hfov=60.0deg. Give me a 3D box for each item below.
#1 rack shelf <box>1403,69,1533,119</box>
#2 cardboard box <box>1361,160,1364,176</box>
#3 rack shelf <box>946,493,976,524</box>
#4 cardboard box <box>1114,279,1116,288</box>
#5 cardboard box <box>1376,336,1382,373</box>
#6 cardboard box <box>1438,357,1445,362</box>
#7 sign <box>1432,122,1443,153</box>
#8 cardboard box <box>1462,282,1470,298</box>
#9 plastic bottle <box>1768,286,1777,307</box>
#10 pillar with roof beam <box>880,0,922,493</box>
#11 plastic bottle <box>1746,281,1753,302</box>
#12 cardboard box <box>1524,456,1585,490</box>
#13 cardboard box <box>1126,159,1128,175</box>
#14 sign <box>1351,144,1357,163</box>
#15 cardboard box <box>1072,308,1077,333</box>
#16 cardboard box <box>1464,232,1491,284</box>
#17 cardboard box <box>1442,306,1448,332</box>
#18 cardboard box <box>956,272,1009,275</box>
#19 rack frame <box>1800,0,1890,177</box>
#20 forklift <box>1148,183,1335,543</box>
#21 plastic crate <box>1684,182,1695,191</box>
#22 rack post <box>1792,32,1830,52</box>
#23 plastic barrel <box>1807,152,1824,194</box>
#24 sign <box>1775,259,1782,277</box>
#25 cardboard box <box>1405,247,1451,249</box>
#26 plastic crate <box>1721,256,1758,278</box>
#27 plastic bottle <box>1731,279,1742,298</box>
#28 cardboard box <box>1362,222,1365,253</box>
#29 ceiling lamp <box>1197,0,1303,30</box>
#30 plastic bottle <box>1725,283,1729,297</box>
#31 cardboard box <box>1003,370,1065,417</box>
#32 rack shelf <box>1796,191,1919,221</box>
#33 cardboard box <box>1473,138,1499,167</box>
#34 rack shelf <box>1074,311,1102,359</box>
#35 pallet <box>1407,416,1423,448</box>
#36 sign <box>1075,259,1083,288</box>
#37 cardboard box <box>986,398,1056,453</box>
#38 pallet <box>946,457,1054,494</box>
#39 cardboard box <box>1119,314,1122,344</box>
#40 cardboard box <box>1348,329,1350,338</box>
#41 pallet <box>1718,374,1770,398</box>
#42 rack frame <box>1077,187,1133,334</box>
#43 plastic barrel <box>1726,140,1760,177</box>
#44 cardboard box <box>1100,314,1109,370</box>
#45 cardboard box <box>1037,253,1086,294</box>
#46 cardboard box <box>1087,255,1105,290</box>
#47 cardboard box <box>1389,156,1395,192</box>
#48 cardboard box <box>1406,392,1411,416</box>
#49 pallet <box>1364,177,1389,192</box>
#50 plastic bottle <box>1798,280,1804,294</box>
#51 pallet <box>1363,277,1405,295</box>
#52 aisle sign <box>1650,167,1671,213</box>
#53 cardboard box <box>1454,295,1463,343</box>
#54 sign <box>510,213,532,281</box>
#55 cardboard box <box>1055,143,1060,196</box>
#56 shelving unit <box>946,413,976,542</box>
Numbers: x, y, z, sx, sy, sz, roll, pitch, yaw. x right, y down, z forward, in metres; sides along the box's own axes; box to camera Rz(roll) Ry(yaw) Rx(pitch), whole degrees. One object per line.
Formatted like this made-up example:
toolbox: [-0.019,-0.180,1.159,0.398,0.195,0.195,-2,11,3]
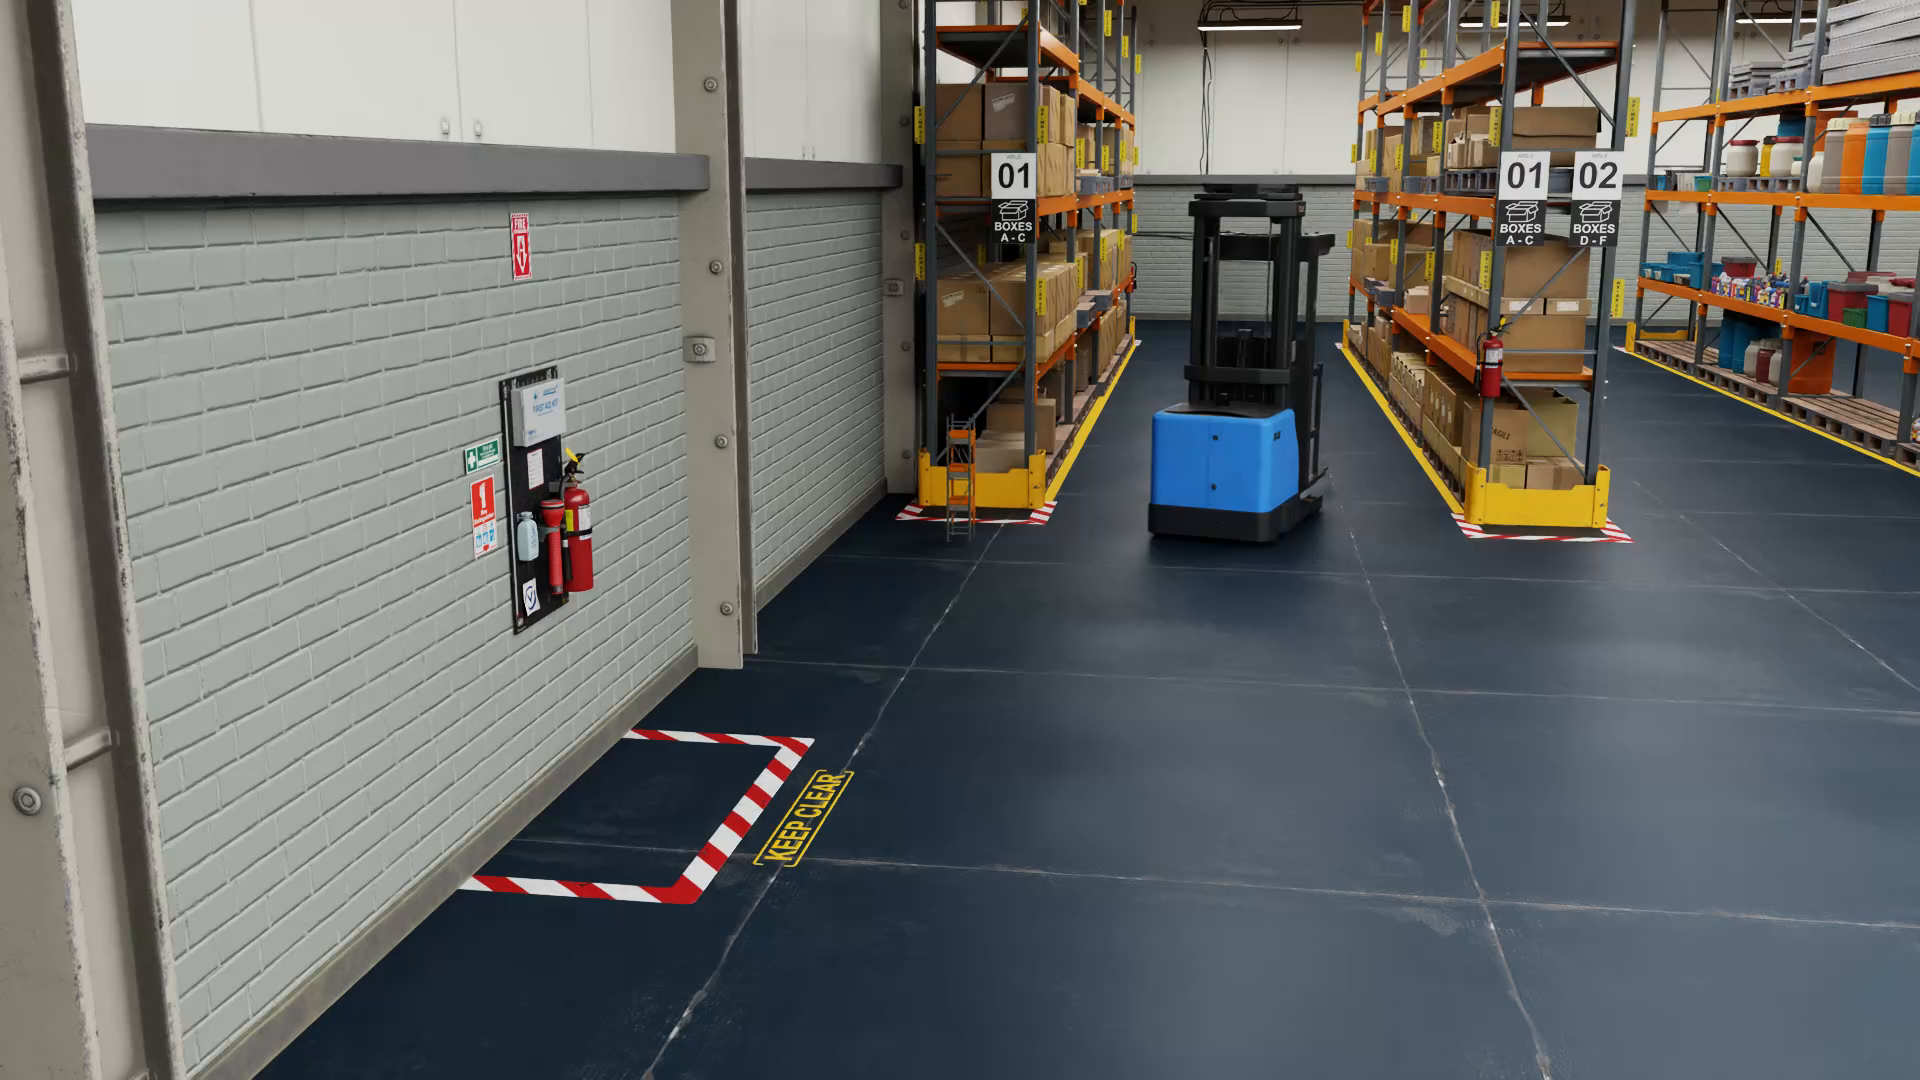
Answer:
rack shelf: [6.008,-5.264,19.717,1.077,0.370,4.000,2,12,9]
cardboard box: [7.056,-6.291,28.114,0.500,0.250,0.500,2,12,9]
rack shelf: [0.008,-0.242,13.995,0.215,0.259,0.240,2,12,9]
cardboard box: [2.248,-4.042,26.176,0.380,0.149,0.250,2,12,10]
cardboard box: [6.382,-2.708,24.326,0.500,0.500,0.500,1,12,7]
cardboard box: [6.405,-2.205,21.303,0.500,0.311,0.500,2,12,8]
sign: [5.163,-4.351,17.968,0.100,0.325,0.005,2,12,9]
cardboard box: [5.274,-2.510,16.744,0.380,0.149,0.250,2,12,7]
plastic bottle: [10.952,-3.281,22.402,0.097,0.271,0.097,0,12,0]
pillar with roof beam: [3.697,-4.756,14.703,9.100,9.000,0.400,2,12,9]
plastic bottle: [11.075,-3.479,23.293,0.061,0.283,0.133,2,12,9]
cardboard box: [5.388,-0.595,15.165,0.500,0.250,0.500,2,12,9]
cardboard box: [2.567,-6.283,28.027,0.500,0.250,0.500,2,12,7]
sign: [7.010,-6.871,29.563,0.100,0.325,0.005,2,12,9]
cardboard box: [1.032,-2.450,18.551,0.500,0.250,0.500,2,12,9]
cardboard box: [5.485,-2.843,16.750,0.700,0.500,0.500,2,12,9]
cardboard box: [5.733,-2.493,18.797,0.500,0.250,0.500,3,12,12]
cardboard box: [0.215,-2.410,16.583,0.500,0.500,0.500,2,12,7]
rack frame: [11.210,-6.066,20.782,1.000,3.000,0.127,2,12,9]
forklift: [2.658,-1.674,14.804,1.130,2.935,3.031,6,13,24]
plastic crate: [11.644,-5.581,26.276,0.293,0.136,0.466,2,12,9]
rack post: [11.233,-6.484,21.495,0.624,0.289,0.986,2,12,9]
plastic barrel: [10.859,-4.600,20.833,0.421,0.512,0.421,0,12,0]
sign: [12.368,-4.083,25.164,0.100,0.325,0.005,2,12,9]
cardboard box: [6.720,-4.012,24.256,0.700,0.500,0.500,-1,12,-6]
plastic crate: [12.210,-4.205,26.090,0.402,0.464,0.583,2,12,9]
plastic bottle: [11.235,-3.629,24.007,0.152,0.276,0.135,2,12,9]
cardboard box: [6.907,-4.991,27.420,0.500,0.500,0.500,2,12,9]
ceiling lamp: [5.559,-11.383,31.597,2.000,3.185,0.800,2,12,9]
plastic bottle: [11.261,-3.666,24.354,0.097,0.201,0.097,0,12,0]
cardboard box: [0.902,-1.769,19.971,0.700,0.500,0.500,2,12,11]
rack shelf: [10.902,-3.832,19.242,1.077,0.370,4.000,2,12,9]
cardboard box: [5.002,-3.545,15.228,0.500,0.250,0.500,2,12,9]
rack shelf: [1.113,-2.687,21.048,1.077,0.370,4.000,2,12,9]
pallet: [5.776,-1.254,19.310,1.003,0.211,1.213,2,12,9]
sign: [1.343,-3.029,18.875,0.100,0.325,0.005,2,12,9]
cardboard box: [0.635,-1.193,17.300,0.700,0.500,0.500,1,12,5]
pallet: [0.362,-0.610,16.323,1.003,0.211,1.213,2,12,9]
cardboard box: [2.414,-3.634,28.674,0.700,0.500,0.500,2,12,10]
cardboard box: [7.104,-3.662,29.548,0.380,0.166,0.250,2,12,9]
pallet: [11.480,-2.189,23.651,1.003,0.211,1.213,2,12,9]
rack frame: [2.651,-5.120,30.631,1.000,3.000,0.127,2,12,9]
plastic barrel: [11.496,-5.603,24.433,0.433,0.535,0.433,0,12,0]
cardboard box: [1.804,-2.940,24.622,0.750,0.750,0.750,2,12,8]
cardboard box: [1.299,-3.503,21.848,0.700,0.500,0.500,1,12,3]
cardboard box: [1.748,-3.752,23.291,0.500,0.500,0.500,2,12,10]
cardboard box: [6.508,-5.117,23.258,0.910,0.500,0.500,2,12,9]
cardboard box: [5.636,-1.631,19.971,0.500,0.250,0.500,2,12,10]
pallet: [6.761,-5.369,25.111,1.213,0.211,1.003,2,12,9]
plastic bottle: [11.667,-3.488,23.175,0.144,0.351,0.185,2,12,9]
pallet: [6.700,-3.871,25.291,1.003,0.211,1.213,2,12,9]
aisle sign: [12.158,-6.094,28.982,0.394,0.787,0.004,2,12,9]
cardboard box: [5.564,-2.309,17.348,0.700,0.500,0.500,2,12,8]
sign: [-1.997,-1.336,7.569,0.001,0.298,0.199,2,12,9]
cardboard box: [0.682,-3.595,16.149,0.500,0.500,0.500,2,12,11]
shelving unit: [0.008,-0.524,13.934,0.215,1.050,0.252,2,12,9]
